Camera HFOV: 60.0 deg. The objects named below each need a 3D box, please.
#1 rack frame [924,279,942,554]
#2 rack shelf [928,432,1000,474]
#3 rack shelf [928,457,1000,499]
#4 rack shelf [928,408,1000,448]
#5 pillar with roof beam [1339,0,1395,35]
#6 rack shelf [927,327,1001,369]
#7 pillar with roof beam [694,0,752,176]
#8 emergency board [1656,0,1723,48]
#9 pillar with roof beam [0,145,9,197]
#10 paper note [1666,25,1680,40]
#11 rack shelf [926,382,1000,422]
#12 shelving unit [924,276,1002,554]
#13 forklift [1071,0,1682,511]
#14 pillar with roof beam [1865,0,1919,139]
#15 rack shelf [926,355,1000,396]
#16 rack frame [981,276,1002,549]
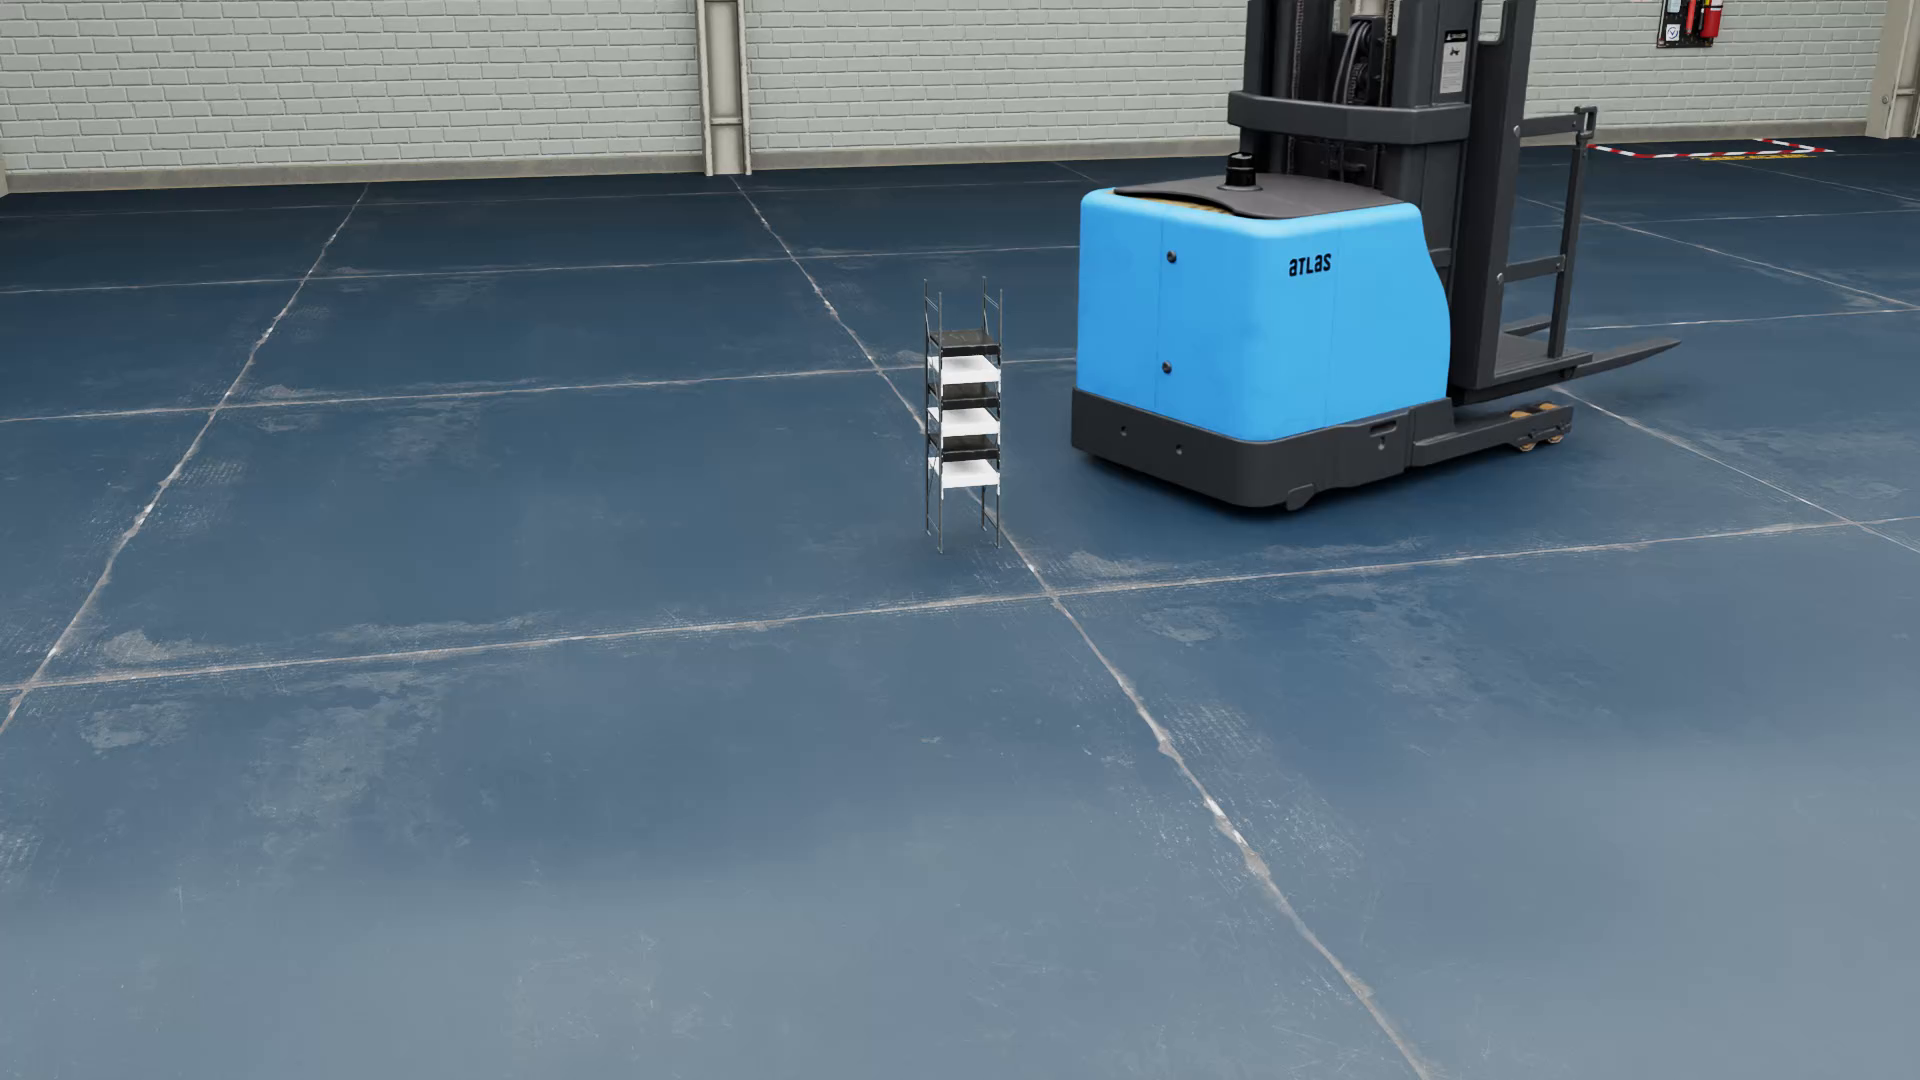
[{"bbox_3d":[-0.091,-0.415,5.640,0.006,0.900,0.240,-5,21,-12],"label":"rack frame"},{"bbox_3d":[0.008,-0.307,5.704,0.200,0.077,0.258,-5,21,-12],"label":"rack shelf"},{"bbox_3d":[0.008,-0.223,5.735,0.200,0.077,0.258,-5,21,-12],"label":"rack shelf"},{"bbox_3d":[0.008,-0.392,5.673,0.200,0.077,0.258,-5,21,-12],"label":"rack shelf"},{"bbox_3d":[4.783,-6.491,10.452,0.400,9.000,9.100,-5,21,-12],"label":"pillar with roof beam"},{"bbox_3d":[0.008,-0.645,5.580,0.200,0.077,0.258,-5,21,-12],"label":"rack shelf"},{"bbox_3d":[-1.056,-6.016,9.156,0.400,9.000,9.100,-5,21,-12],"label":"pillar with roof beam"},{"bbox_3d":[7.218,-5.407,16.215,0.643,1.169,0.194,-5,21,-12],"label":"emergency board"},{"bbox_3d":[-6.895,-5.541,7.859,0.400,9.000,9.100,-5,21,-12],"label":"pillar with roof beam"},{"bbox_3d":[7.029,-5.003,16.391,0.142,0.148,0.016,-5,21,-12],"label":"paper note"},{"bbox_3d":[0.008,-0.476,5.642,0.200,0.077,0.258,-5,21,-12],"label":"rack shelf"},{"bbox_3d":[0.008,-0.423,5.662,0.210,0.900,0.258,-5,21,-12],"label":"shelving unit"},{"bbox_3d":[1.927,-1.867,6.650,3.031,2.935,1.130,-15,25,-34],"label":"forklift"},{"bbox_3d":[10.622,-6.966,11.748,0.400,9.000,9.100,-5,21,-12],"label":"pillar with roof beam"},{"bbox_3d":[0.008,-0.561,5.611,0.200,0.077,0.258,-5,21,-12],"label":"rack shelf"},{"bbox_3d":[0.107,-0.431,5.684,0.006,0.900,0.240,-5,21,-12],"label":"rack frame"}]
